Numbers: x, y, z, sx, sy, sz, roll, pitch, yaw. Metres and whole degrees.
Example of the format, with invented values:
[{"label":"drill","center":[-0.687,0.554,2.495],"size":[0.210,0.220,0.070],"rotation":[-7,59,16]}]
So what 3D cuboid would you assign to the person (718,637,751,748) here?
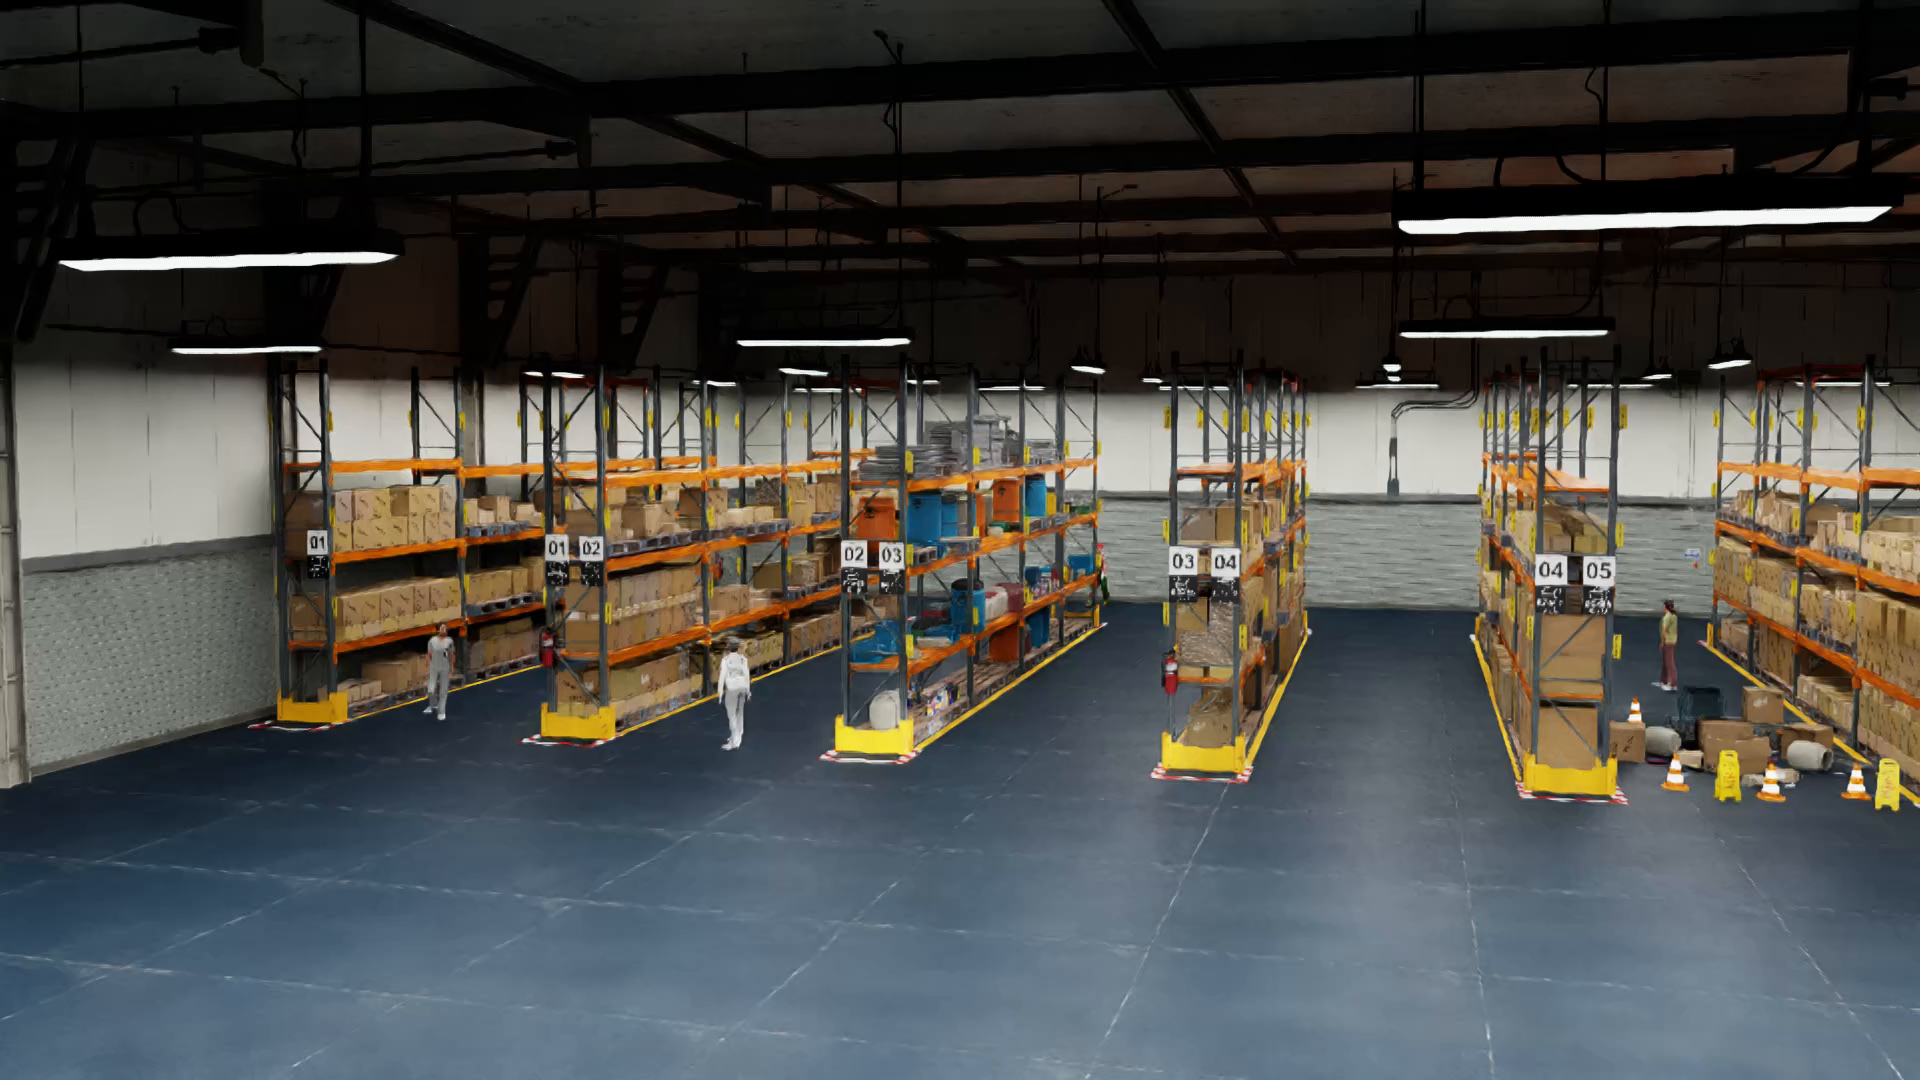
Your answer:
[{"label":"person","center":[-3.472,2.321,25.520],"size":[0.573,1.665,0.544],"rotation":[-4,6,-43]}]

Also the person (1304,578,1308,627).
[{"label":"person","center":[8.116,1.280,40.224],"size":[0.497,1.675,0.497],"rotation":[-3,5,-40]}]

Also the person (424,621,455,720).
[{"label":"person","center":[-8.741,2.170,27.910],"size":[0.509,1.663,0.518],"rotation":[-2,4,-22]}]

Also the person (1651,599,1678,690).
[{"label":"person","center":[13.139,1.927,30.946],"size":[0.564,1.666,0.560],"rotation":[4,6,42]}]

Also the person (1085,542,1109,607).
[{"label":"person","center":[3.724,0.918,44.635],"size":[0.531,1.728,1.037],"rotation":[2,4,24]}]
